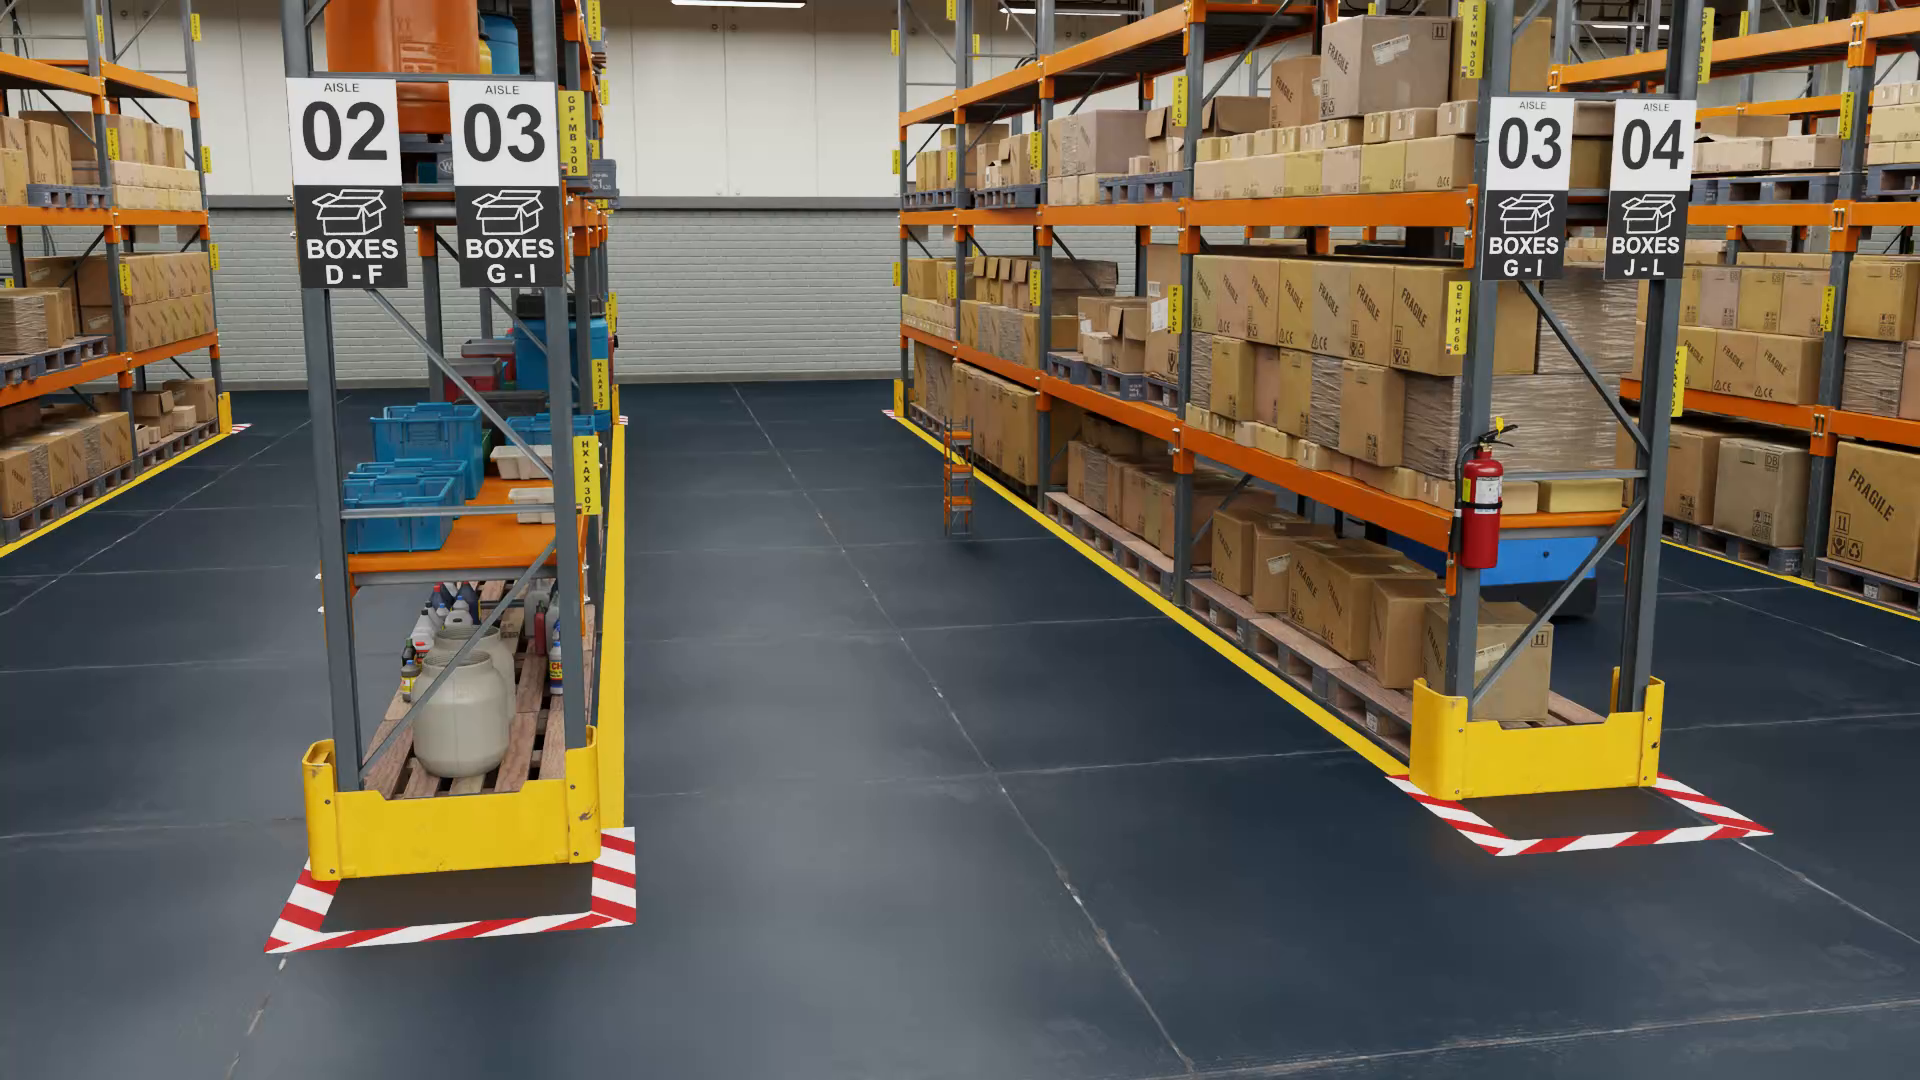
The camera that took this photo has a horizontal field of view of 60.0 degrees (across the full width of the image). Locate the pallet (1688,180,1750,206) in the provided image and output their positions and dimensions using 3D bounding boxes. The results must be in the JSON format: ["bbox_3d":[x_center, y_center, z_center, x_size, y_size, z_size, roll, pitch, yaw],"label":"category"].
[{"bbox_3d":[6.513,-2.979,14.310,1.003,0.211,1.213,-2,11,-8],"label":"pallet"}]

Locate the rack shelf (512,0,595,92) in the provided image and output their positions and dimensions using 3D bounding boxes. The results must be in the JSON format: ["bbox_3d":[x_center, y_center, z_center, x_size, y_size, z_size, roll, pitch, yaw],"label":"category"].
[{"bbox_3d":[-3.239,-3.608,12.080,1.077,0.370,4.000,-2,11,-11],"label":"rack shelf"}]

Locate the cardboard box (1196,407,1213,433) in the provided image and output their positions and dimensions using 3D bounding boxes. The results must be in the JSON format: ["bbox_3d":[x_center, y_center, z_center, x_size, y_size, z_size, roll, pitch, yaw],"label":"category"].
[{"bbox_3d":[1.791,-0.804,11.070,0.380,0.149,0.250,-2,11,-11],"label":"cardboard box"}]

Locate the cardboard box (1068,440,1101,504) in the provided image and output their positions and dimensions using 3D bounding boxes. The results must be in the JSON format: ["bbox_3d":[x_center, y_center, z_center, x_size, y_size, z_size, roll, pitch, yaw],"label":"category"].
[{"bbox_3d":[1.381,-0.624,14.960,0.700,0.500,0.500,-3,11,-14],"label":"cardboard box"}]

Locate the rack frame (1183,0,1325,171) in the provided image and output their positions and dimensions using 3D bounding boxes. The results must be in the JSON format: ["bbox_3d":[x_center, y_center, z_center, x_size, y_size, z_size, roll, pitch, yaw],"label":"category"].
[{"bbox_3d":[2.009,-3.971,10.994,1.000,3.000,0.127,-2,11,-11],"label":"rack frame"}]

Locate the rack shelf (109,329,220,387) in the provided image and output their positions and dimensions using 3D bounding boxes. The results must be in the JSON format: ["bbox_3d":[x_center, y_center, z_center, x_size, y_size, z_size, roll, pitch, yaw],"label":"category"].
[{"bbox_3d":[-9.654,-2.145,19.369,1.077,0.370,4.000,-2,11,-11],"label":"rack shelf"}]

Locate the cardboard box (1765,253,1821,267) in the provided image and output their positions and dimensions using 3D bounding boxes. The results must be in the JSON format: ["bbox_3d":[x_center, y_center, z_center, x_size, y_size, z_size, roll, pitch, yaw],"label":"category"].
[{"bbox_3d":[10.103,-3.209,20.091,0.500,0.500,0.500,-2,11,-11],"label":"cardboard box"}]

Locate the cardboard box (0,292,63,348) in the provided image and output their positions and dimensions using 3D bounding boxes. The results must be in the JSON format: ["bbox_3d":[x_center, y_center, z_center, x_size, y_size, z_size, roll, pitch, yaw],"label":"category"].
[{"bbox_3d":[-8.861,-2.065,15.635,0.700,0.500,0.500,-5,12,-25],"label":"cardboard box"}]

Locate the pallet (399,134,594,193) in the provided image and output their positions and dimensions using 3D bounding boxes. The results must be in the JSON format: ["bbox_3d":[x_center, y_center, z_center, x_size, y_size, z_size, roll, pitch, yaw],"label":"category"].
[{"bbox_3d":[-2.137,-1.646,7.307,1.003,0.211,1.213,-2,11,-11],"label":"pallet"}]

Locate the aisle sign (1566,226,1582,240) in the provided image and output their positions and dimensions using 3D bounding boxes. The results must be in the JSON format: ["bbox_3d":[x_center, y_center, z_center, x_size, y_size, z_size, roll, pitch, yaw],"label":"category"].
[{"bbox_3d":[9.097,-4.865,24.783,0.394,0.787,0.004,-2,11,-11],"label":"aisle sign"}]

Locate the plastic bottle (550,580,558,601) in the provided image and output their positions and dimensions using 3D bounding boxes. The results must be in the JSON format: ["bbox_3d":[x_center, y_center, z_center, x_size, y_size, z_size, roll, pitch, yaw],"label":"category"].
[{"bbox_3d":[-2.404,0.384,10.065,0.144,0.351,0.185,-3,11,-14],"label":"plastic bottle"}]

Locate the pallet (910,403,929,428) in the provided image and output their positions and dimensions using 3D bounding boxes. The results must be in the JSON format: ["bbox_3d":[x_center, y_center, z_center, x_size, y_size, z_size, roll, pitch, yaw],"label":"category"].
[{"bbox_3d":[-0.093,-1.711,22.623,1.003,0.211,1.213,-2,11,-11],"label":"pallet"}]

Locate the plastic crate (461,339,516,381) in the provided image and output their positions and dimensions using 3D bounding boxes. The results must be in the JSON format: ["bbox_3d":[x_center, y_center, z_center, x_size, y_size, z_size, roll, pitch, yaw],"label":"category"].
[{"bbox_3d":[-3.613,-1.302,12.842,0.402,0.464,0.583,-2,11,-11],"label":"plastic crate"}]

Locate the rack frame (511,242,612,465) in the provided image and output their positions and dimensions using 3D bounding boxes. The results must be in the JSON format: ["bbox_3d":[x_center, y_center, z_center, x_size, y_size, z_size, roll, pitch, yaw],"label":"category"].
[{"bbox_3d":[-4.406,-2.311,18.318,1.000,3.000,0.127,-2,11,-11],"label":"rack frame"}]

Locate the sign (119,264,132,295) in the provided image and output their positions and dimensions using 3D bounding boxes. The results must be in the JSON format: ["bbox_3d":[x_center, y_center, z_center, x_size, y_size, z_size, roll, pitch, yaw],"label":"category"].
[{"bbox_3d":[-8.721,-2.721,17.376,0.100,0.325,0.005,-2,11,-11],"label":"sign"}]

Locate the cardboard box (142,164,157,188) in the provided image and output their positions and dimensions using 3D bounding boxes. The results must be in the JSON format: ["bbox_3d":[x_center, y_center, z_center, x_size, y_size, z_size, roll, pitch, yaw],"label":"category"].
[{"bbox_3d":[-9.301,-4.059,18.543,0.500,0.250,0.500,-2,11,-11],"label":"cardboard box"}]

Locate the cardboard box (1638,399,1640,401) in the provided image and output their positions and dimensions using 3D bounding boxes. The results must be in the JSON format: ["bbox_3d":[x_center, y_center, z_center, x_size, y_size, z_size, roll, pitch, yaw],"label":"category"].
[{"bbox_3d":[9.982,-2.083,22.846,0.875,0.438,0.875,-2,11,-13],"label":"cardboard box"}]

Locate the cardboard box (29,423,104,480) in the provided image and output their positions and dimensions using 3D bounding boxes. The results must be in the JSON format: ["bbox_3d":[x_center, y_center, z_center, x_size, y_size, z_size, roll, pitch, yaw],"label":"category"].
[{"bbox_3d":[-8.703,-0.857,16.185,0.500,0.500,0.500,-2,11,-10],"label":"cardboard box"}]

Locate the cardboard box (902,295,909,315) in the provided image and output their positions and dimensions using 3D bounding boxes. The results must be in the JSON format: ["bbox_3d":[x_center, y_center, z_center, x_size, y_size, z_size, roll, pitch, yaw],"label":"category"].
[{"bbox_3d":[-0.497,-3.200,22.590,0.500,0.250,0.500,-2,11,-13],"label":"cardboard box"}]

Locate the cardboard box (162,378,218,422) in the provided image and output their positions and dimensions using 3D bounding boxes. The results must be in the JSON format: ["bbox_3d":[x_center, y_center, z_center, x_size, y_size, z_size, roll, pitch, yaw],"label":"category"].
[{"bbox_3d":[-9.696,-1.763,20.945,0.500,0.500,0.500,-2,11,-11],"label":"cardboard box"}]

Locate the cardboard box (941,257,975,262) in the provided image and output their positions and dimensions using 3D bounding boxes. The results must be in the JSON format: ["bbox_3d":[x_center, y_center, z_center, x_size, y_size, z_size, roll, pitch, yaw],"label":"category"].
[{"bbox_3d":[0.027,-3.586,22.615,0.500,0.500,0.500,-2,11,-10],"label":"cardboard box"}]

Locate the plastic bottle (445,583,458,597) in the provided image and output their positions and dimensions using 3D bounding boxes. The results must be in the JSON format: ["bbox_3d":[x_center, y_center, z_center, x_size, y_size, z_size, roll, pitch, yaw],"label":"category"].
[{"bbox_3d":[-3.128,0.411,10.125,0.152,0.276,0.135,-2,11,-9],"label":"plastic bottle"}]

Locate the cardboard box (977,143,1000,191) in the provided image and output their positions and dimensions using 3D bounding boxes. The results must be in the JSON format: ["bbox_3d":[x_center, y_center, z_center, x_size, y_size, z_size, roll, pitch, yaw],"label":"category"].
[{"bbox_3d":[0.575,-4.114,18.378,0.700,0.500,0.500,-2,11,-10],"label":"cardboard box"}]

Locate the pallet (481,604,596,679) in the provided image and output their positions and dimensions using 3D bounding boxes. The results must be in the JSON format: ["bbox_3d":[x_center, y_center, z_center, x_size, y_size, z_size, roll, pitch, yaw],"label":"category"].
[{"bbox_3d":[-2.760,0.650,10.214,1.003,0.211,1.213,-2,11,-11],"label":"pallet"}]

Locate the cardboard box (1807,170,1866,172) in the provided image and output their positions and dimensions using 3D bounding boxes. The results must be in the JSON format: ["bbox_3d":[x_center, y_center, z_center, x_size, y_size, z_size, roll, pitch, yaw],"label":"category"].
[{"bbox_3d":[6.935,-2.991,13.146,0.250,0.149,0.380,-2,11,-11],"label":"cardboard box"}]

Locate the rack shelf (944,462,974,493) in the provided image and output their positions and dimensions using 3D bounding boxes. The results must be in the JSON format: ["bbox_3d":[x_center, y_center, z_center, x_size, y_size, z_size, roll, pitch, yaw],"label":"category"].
[{"bbox_3d":[-0.010,-0.515,14.152,0.215,0.259,0.240,-2,11,-11],"label":"rack shelf"}]

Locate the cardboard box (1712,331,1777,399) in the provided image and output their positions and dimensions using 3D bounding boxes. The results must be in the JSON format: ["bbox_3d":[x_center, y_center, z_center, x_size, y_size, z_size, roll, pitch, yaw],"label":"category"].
[{"bbox_3d":[6.432,-1.414,13.335,0.500,0.500,0.500,-2,11,-12],"label":"cardboard box"}]

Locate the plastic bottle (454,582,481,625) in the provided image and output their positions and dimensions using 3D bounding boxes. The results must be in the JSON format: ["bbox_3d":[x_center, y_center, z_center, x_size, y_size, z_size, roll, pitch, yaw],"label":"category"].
[{"bbox_3d":[-2.958,0.399,9.986,0.144,0.351,0.185,-2,11,-11],"label":"plastic bottle"}]

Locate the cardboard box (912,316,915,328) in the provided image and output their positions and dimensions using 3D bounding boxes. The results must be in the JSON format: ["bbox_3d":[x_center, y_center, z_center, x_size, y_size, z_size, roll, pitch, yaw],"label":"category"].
[{"bbox_3d":[-0.427,-2.883,21.992,0.380,0.149,0.250,-2,11,-12],"label":"cardboard box"}]

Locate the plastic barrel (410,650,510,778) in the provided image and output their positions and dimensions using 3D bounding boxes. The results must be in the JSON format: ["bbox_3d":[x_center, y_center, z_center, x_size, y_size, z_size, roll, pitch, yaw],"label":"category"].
[{"bbox_3d":[-2.275,0.788,7.567,0.421,0.512,0.421,0,11,0],"label":"plastic barrel"}]

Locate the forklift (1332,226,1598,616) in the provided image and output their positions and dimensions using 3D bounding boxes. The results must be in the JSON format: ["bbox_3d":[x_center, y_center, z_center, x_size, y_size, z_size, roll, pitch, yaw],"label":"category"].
[{"bbox_3d":[3.411,-1.122,12.255,1.130,2.935,3.031,-3,11,-16],"label":"forklift"}]

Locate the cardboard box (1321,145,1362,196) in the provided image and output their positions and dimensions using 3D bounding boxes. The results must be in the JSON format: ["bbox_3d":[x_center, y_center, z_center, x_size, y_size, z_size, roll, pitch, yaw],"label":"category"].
[{"bbox_3d":[2.252,-1.955,8.826,0.500,0.250,0.500,-2,11,-10],"label":"cardboard box"}]

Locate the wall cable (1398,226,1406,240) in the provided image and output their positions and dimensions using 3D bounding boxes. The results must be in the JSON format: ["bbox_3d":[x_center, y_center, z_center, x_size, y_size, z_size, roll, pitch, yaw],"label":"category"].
[{"bbox_3d":[8.276,-5.133,30.343,0.585,1.953,0.123,-2,11,-11],"label":"wall cable"}]

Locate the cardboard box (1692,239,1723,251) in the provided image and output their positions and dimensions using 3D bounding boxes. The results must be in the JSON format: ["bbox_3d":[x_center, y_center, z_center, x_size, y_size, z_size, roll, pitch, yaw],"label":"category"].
[{"bbox_3d":[9.818,-3.854,21.747,0.380,0.149,0.250,-2,11,-11],"label":"cardboard box"}]

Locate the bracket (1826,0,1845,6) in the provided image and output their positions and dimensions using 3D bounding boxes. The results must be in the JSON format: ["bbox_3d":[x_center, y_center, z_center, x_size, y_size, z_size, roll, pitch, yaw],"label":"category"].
[{"bbox_3d":[14.356,-8.920,27.369,0.235,0.232,0.430,-2,11,-11],"label":"bracket"}]

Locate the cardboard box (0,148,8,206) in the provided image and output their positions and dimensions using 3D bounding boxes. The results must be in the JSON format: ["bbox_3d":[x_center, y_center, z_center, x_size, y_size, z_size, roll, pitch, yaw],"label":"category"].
[{"bbox_3d":[-8.704,-3.093,14.136,0.910,0.500,0.500,-2,11,-11],"label":"cardboard box"}]

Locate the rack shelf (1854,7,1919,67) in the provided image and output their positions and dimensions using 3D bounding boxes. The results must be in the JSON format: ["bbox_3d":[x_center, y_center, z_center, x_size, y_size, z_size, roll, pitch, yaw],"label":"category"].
[{"bbox_3d":[7.283,-3.216,10.022,1.077,0.370,4.000,-2,11,-11],"label":"rack shelf"}]

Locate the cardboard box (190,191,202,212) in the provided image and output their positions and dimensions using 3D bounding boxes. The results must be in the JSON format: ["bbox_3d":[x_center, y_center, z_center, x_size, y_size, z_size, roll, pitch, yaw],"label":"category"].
[{"bbox_3d":[-9.685,-4.181,20.518,0.500,0.250,0.500,-2,11,-11],"label":"cardboard box"}]

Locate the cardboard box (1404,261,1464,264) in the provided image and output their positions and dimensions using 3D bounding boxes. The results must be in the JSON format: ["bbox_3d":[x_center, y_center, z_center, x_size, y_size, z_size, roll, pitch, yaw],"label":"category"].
[{"bbox_3d":[2.758,-1.271,9.117,0.500,0.500,0.500,-2,11,-11],"label":"cardboard box"}]

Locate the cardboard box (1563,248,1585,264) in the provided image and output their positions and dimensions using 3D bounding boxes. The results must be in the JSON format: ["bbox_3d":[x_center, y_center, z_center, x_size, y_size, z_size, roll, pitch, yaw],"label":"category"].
[{"bbox_3d":[9.209,-4.027,24.392,0.500,0.500,0.500,-2,11,-12],"label":"cardboard box"}]

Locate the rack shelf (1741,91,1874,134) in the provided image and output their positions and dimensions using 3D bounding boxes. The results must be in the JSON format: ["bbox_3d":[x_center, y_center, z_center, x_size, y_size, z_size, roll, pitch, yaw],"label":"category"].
[{"bbox_3d":[10.563,-4.882,18.774,1.077,0.370,4.000,-2,11,-11],"label":"rack shelf"}]

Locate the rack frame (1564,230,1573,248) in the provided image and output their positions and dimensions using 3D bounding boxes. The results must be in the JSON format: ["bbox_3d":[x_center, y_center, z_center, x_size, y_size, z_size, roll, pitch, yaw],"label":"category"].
[{"bbox_3d":[9.396,-3.585,25.012,1.000,3.000,0.127,-2,11,-11],"label":"rack frame"}]

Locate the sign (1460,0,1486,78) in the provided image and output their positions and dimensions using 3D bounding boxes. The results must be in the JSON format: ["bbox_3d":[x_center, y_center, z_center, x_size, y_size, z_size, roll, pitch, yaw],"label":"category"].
[{"bbox_3d":[2.238,-2.183,7.251,0.100,0.325,0.005,-2,11,-11],"label":"sign"}]

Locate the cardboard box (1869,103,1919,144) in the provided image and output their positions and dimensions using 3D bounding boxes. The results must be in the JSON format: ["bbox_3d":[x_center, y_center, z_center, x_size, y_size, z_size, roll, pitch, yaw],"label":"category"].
[{"bbox_3d":[6.714,-2.888,11.538,0.500,0.250,0.500,-2,11,-11],"label":"cardboard box"}]

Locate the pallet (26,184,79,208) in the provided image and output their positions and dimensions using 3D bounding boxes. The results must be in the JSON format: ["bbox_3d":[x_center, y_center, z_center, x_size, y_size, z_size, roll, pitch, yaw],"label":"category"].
[{"bbox_3d":[-9.002,-3.201,15.471,1.213,0.211,1.003,-2,11,-11],"label":"pallet"}]

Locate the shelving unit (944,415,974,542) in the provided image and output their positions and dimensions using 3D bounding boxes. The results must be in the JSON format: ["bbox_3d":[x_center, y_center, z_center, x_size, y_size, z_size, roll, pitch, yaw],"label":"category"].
[{"bbox_3d":[-0.010,-0.526,14.150,0.215,1.050,0.252,-2,11,-11],"label":"shelving unit"}]

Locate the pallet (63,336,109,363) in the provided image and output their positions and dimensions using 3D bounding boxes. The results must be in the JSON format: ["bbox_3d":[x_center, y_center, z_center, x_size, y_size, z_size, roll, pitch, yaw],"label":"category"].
[{"bbox_3d":[-9.217,-1.887,16.602,1.003,0.211,1.213,-2,11,-11],"label":"pallet"}]

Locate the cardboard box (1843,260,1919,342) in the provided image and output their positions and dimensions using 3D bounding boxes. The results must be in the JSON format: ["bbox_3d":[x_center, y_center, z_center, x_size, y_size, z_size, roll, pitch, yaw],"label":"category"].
[{"bbox_3d":[6.932,-1.721,11.928,0.875,0.550,0.550,-2,11,-11],"label":"cardboard box"}]

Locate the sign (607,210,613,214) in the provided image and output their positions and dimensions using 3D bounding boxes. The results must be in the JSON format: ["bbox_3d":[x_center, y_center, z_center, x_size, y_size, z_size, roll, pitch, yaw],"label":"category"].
[{"bbox_3d":[-4.647,-4.490,22.022,0.100,0.325,0.005,-2,11,-11],"label":"sign"}]

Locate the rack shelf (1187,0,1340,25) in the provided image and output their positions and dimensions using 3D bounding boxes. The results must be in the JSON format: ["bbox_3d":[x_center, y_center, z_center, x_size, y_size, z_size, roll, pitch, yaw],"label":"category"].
[{"bbox_3d":[2.398,-3.249,9.134,1.077,0.370,4.000,-2,11,-11],"label":"rack shelf"}]

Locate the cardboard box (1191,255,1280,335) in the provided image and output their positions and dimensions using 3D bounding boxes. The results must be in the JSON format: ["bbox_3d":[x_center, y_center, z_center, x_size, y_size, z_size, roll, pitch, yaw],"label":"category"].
[{"bbox_3d":[1.847,-1.619,10.942,0.500,0.500,0.500,-2,11,-11],"label":"cardboard box"}]

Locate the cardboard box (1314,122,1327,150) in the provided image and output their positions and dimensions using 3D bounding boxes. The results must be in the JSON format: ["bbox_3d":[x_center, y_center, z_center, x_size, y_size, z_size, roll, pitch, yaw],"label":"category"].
[{"bbox_3d":[2.173,-2.217,9.133,0.380,0.149,0.250,-3,11,-14],"label":"cardboard box"}]

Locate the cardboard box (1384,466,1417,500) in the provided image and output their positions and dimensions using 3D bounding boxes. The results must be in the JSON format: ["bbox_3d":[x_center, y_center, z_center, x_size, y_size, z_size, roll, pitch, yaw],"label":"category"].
[{"bbox_3d":[2.382,-0.302,8.431,0.380,0.149,0.250,-2,11,-11],"label":"cardboard box"}]

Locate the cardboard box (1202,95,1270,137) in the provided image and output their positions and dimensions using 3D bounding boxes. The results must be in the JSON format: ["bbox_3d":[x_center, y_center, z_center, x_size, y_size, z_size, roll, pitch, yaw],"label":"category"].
[{"bbox_3d":[2.014,-2.845,11.697,0.797,0.503,0.637,-3,11,-14],"label":"cardboard box"}]

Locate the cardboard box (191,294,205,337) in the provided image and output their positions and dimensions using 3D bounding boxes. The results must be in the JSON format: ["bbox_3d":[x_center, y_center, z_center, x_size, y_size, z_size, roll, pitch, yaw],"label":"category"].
[{"bbox_3d":[-9.585,-2.747,20.341,0.500,0.500,0.500,-2,11,-11],"label":"cardboard box"}]

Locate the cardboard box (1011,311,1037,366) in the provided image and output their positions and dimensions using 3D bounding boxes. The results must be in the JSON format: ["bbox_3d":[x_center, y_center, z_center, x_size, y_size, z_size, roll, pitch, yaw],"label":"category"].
[{"bbox_3d":[0.800,-1.980,16.310,0.500,0.500,0.500,-2,11,-12],"label":"cardboard box"}]

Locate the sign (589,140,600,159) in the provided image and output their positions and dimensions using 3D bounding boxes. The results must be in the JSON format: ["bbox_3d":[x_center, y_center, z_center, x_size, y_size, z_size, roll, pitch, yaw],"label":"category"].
[{"bbox_3d":[-2.308,-2.340,10.422,0.100,0.325,0.005,-2,11,-11],"label":"sign"}]
